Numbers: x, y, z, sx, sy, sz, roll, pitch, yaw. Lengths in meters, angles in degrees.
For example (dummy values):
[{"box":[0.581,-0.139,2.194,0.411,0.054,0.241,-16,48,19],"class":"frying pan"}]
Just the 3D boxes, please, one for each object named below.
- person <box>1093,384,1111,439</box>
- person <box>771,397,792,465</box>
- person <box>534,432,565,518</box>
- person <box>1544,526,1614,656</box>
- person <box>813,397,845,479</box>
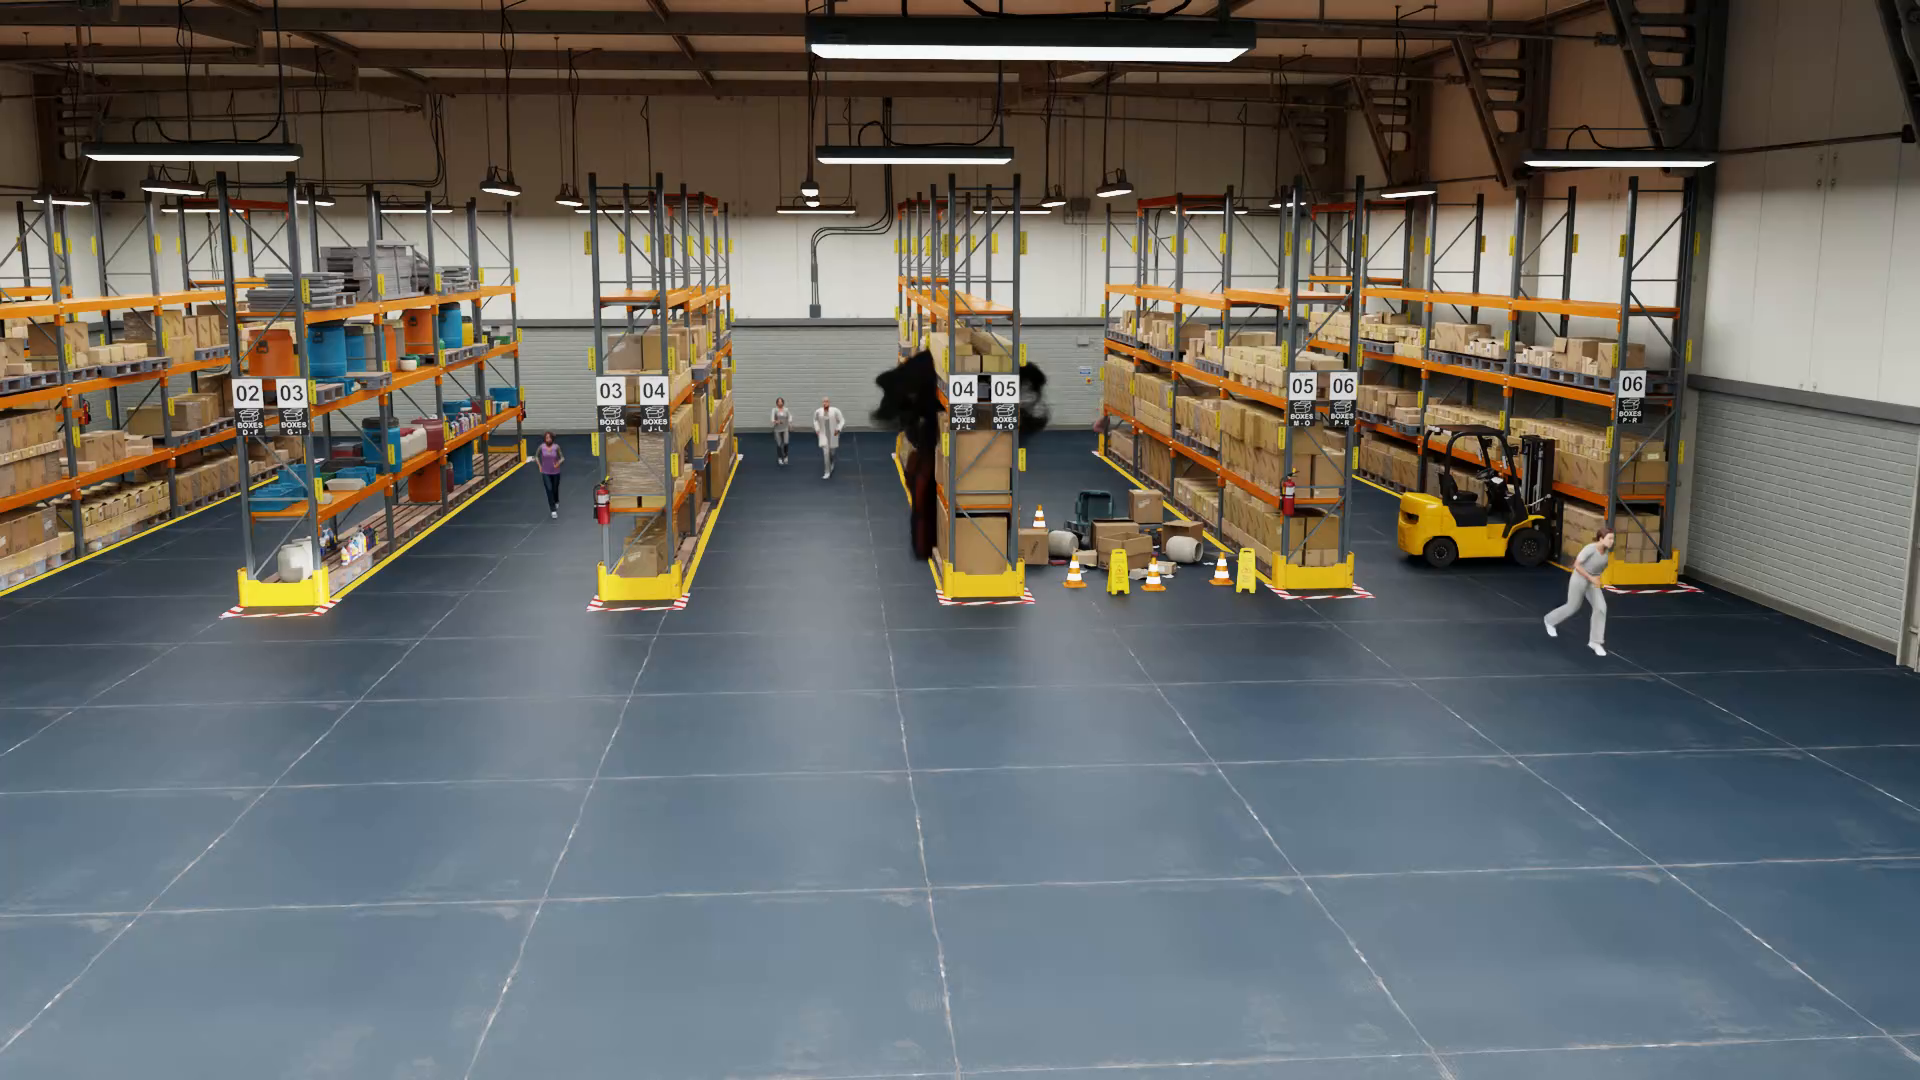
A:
[{"box":[3.573,-3.089,41.482,0.550,1.643,0.606,2,10,10],"class":"person"},{"box":[-4.092,-2.495,38.201,0.511,1.570,0.636,-2,10,-9],"class":"person"},{"box":[-7.683,-1.241,31.170,0.548,1.590,0.757,-2,10,-13],"class":"person"},{"box":[7.795,0.584,20.917,0.600,1.624,1.005,-7,12,-33],"class":"person"},{"box":[-2.876,-2.267,36.523,0.701,1.779,0.842,0,10,2],"class":"person"}]
